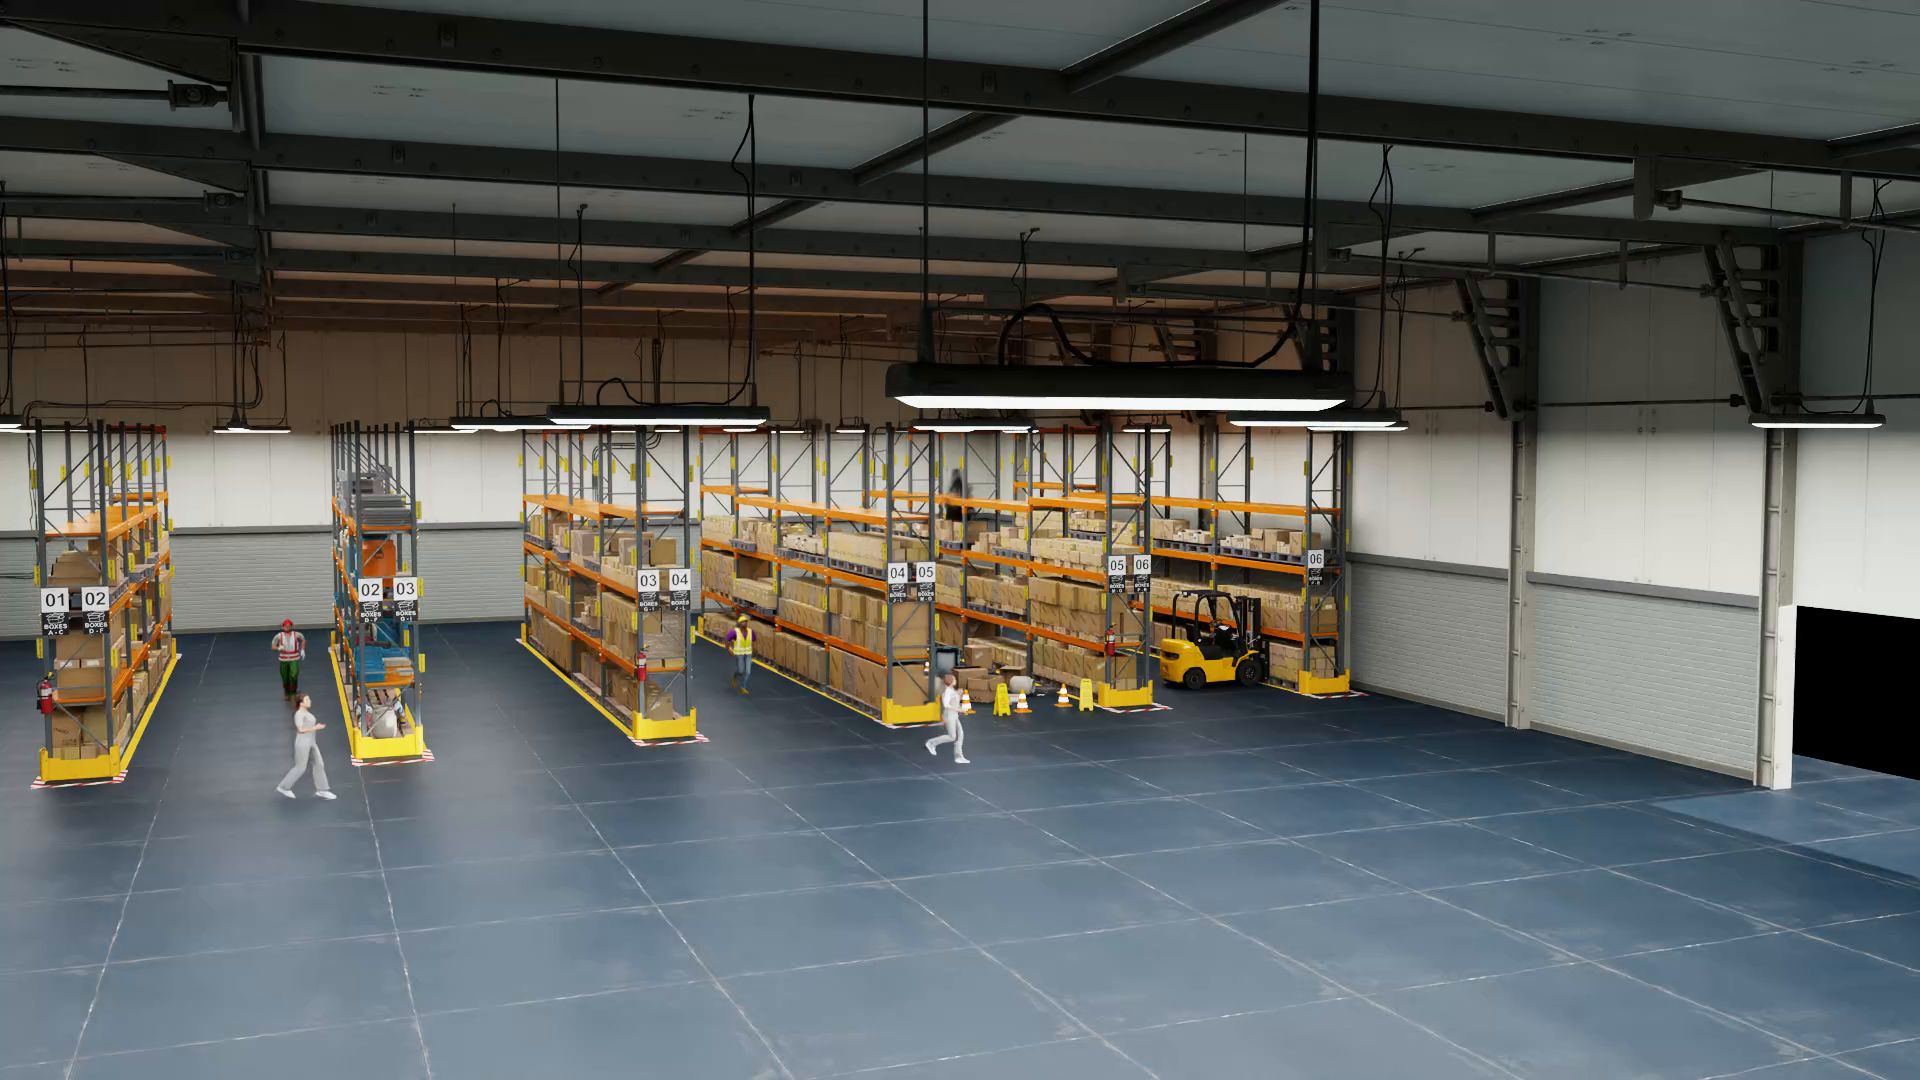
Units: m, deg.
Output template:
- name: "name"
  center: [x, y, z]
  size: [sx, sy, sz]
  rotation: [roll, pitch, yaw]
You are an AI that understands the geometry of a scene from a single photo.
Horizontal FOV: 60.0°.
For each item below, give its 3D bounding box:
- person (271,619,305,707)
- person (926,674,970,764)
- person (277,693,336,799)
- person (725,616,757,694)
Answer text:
- name: "person"
  center: [-14.325, 2.610, 35.460]
  size: [0.649, 1.860, 0.819]
  rotation: [-1, 4, -18]
- name: "person"
  center: [-0.204, 3.122, 29.083]
  size: [0.779, 1.585, 0.537]
  rotation: [0, 4, 7]
- name: "person"
  center: [-10.254, 3.231, 26.042]
  size: [0.884, 1.685, 0.559]
  rotation: [0, 4, -3]
- name: "person"
  center: [-4.828, 2.554, 36.972]
  size: [0.730, 1.726, 0.594]
  rotation: [-2, 4, -27]
